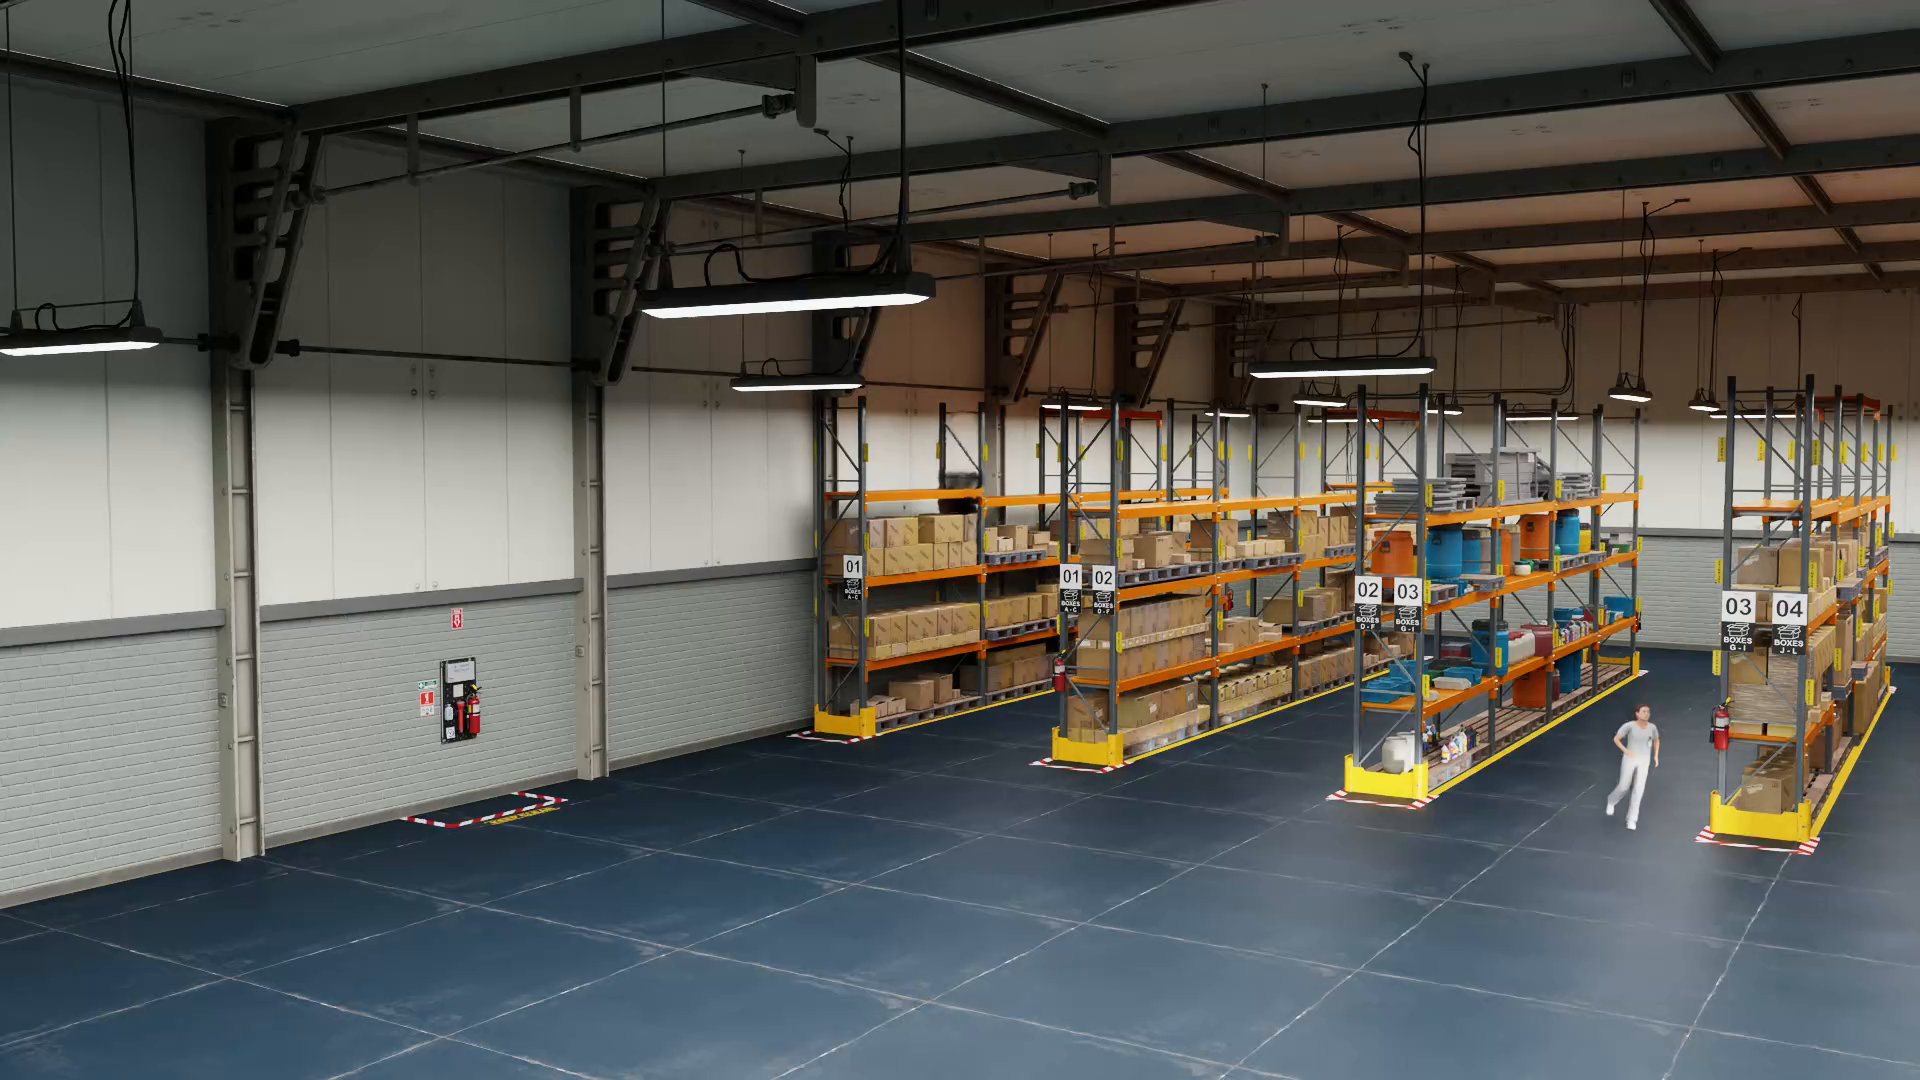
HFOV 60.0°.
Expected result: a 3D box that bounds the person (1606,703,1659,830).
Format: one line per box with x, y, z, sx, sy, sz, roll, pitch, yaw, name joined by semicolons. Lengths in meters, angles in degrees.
9.101;2.999;22.322;0.631;1.628;0.929;0;3;6;person
